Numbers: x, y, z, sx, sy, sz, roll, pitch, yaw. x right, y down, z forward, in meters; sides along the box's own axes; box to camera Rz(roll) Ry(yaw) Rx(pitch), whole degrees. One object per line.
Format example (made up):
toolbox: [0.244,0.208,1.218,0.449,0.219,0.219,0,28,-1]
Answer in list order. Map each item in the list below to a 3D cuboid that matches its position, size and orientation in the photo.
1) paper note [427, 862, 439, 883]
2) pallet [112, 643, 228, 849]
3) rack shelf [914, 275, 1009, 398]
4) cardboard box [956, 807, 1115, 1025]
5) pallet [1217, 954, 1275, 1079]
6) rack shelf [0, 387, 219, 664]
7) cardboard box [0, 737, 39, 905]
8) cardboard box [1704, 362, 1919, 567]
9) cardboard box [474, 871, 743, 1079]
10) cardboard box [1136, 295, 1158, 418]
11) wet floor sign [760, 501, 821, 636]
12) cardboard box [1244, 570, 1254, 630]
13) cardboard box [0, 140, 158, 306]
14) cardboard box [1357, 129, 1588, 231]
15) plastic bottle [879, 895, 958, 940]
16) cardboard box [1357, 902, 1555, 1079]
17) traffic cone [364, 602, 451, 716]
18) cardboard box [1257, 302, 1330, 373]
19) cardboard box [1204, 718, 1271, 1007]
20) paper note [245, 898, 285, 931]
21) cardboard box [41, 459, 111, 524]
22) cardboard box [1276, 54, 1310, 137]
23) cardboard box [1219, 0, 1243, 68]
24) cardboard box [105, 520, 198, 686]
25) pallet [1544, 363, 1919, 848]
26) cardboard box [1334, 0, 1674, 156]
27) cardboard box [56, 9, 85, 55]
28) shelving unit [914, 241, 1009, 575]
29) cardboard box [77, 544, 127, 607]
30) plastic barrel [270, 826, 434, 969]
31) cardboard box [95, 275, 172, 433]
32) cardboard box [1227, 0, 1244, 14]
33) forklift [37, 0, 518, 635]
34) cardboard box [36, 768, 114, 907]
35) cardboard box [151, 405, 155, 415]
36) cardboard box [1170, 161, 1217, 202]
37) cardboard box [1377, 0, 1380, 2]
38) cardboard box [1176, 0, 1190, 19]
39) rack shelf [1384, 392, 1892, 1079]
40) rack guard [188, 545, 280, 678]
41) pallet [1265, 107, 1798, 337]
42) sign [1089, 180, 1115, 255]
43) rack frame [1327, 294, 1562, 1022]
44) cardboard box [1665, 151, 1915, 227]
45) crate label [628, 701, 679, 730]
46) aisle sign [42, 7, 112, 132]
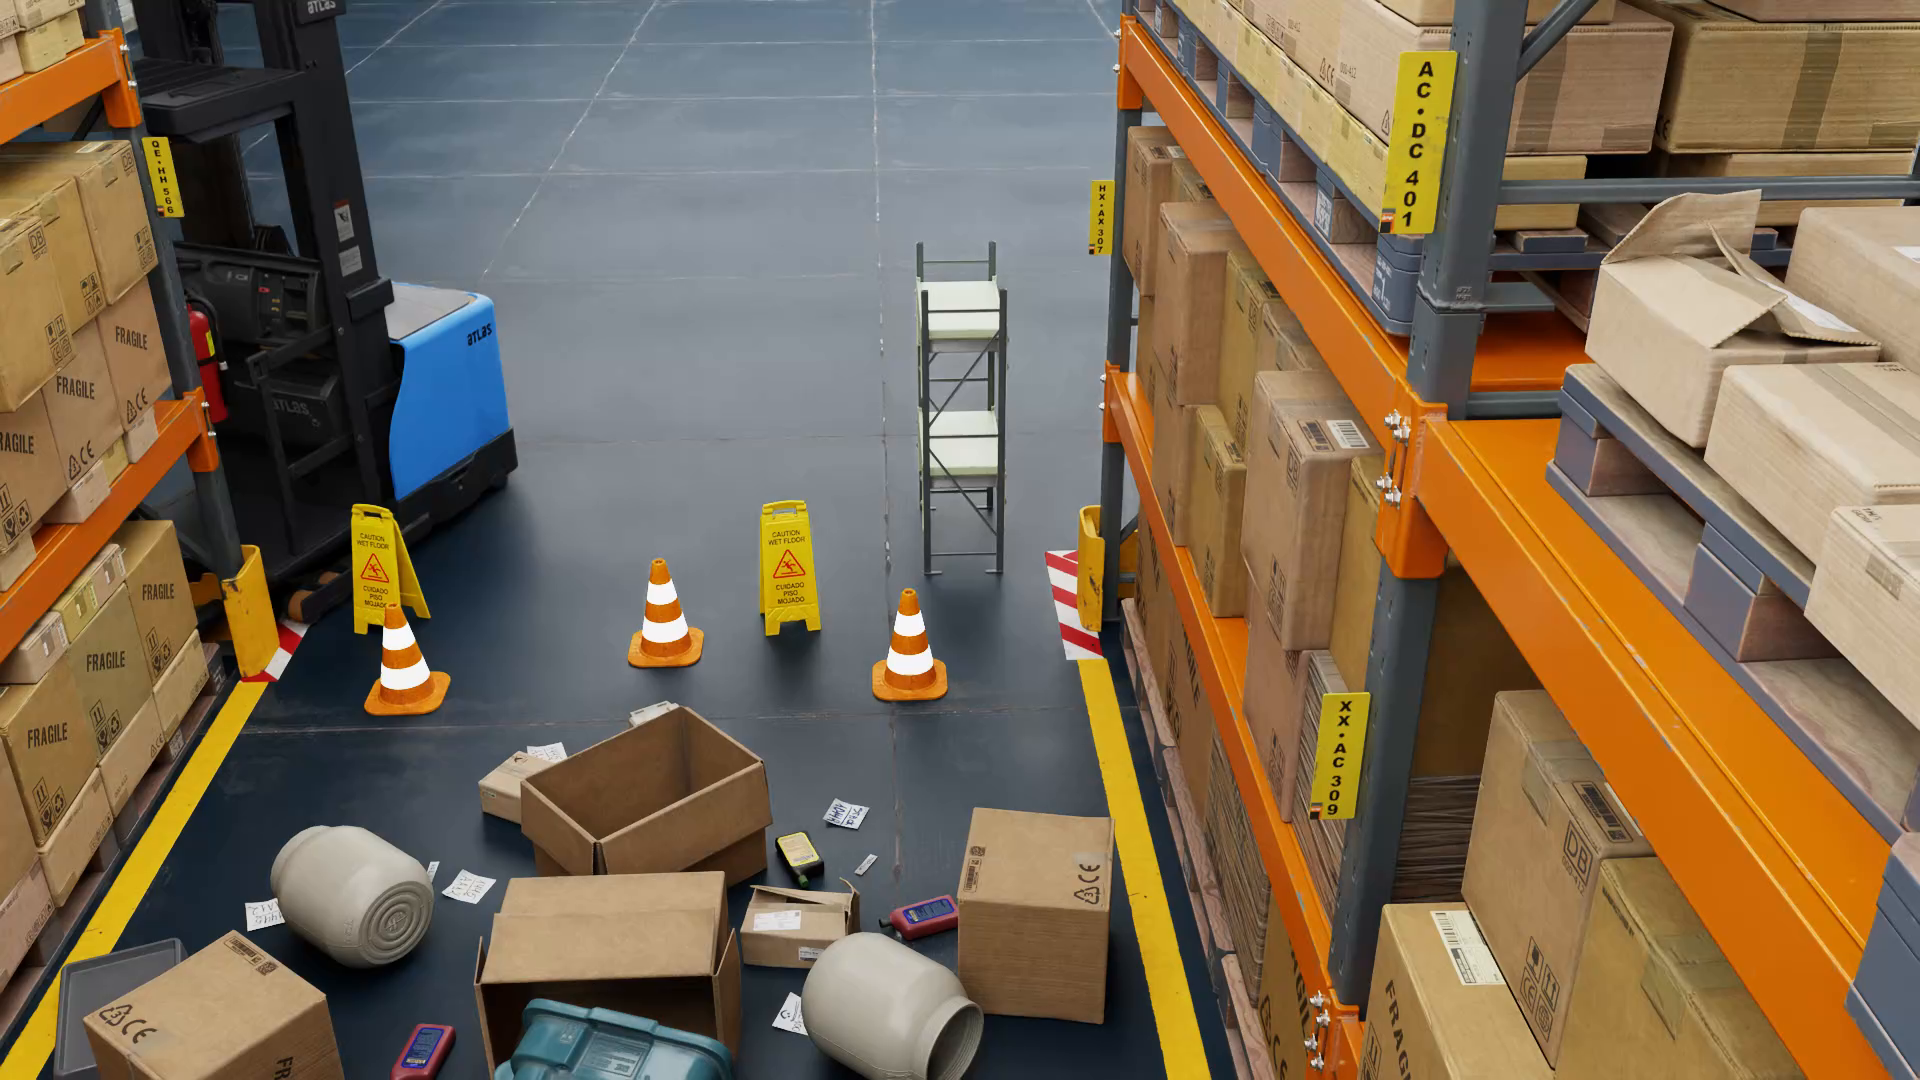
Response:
paper note: [-2.009,1.263,6.318,0.032,0.001,0.123,-1,28,-3]
pallet: [-3.764,0.840,6.911,1.003,0.211,1.213,-1,28,-3]
rack shelf: [0.000,-1.014,8.229,0.431,0.370,0.720,-1,28,-3]
cardboard box: [0.266,1.289,5.736,0.500,0.500,0.500,3,28,6]
pallet: [1.410,1.757,5.153,1.003,0.211,1.213,-1,28,-3]
rack shelf: [-3.671,0.435,5.450,1.077,0.370,4.000,-1,28,-3]
cardboard box: [-3.393,0.975,5.346,0.500,0.500,0.500,0,28,0]
cardboard box: [1.178,-0.091,2.146,0.250,0.149,0.380,-1,28,-3]
cardboard box: [-1.098,1.421,5.335,0.797,0.637,0.503,-1,28,-3]
cardboard box: [1.227,-0.870,7.012,0.875,0.550,0.550,-1,28,-3]
wet floor sign: [-0.816,0.105,7.852,0.267,0.644,0.232,-6,28,-11]
cardboard box: [1.378,0.131,5.092,0.875,0.550,0.550,-1,28,-3]
cardboard box: [-3.531,-1.196,6.289,0.700,0.500,0.500,-2,28,-4]
cardboard box: [1.033,-0.736,3.383,0.380,0.149,0.250,-1,28,-3]
plastic bottle: [-0.144,1.379,6.039,0.283,0.061,0.133,-11,30,-20]
cardboard box: [1.130,1.079,3.330,0.500,0.500,0.500,-1,28,-2]
traffic cone: [-2.465,0.485,7.320,0.336,0.463,0.334,-1,28,-3]
cardboard box: [1.351,-0.347,4.841,0.875,0.550,0.550,-1,28,-3]
cardboard box: [1.358,0.921,5.584,0.875,0.875,0.875,-1,28,-2]
paper note: [-2.543,1.364,6.102,0.142,0.019,0.148,-11,30,-20]
cardboard box: [-3.383,-0.177,6.118,0.380,0.149,0.250,-1,28,-2]
cardboard box: [0.991,-1.090,4.062,0.380,0.149,0.250,-1,28,-2]
cardboard box: [0.953,-1.441,4.735,0.380,0.149,0.250,-1,28,-3]
cardboard box: [-3.473,0.257,6.723,0.500,0.500,0.500,-1,28,-2]
pallet: [1.469,0.051,2.372,0.805,0.209,1.217,-2,28,-5]
cardboard box: [1.089,-0.973,3.407,0.500,0.250,0.500,-2,28,-3]
cardboard box: [-3.478,-1.868,6.116,0.380,0.149,0.250,-1,28,-2]
shelving unit: [0.000,-0.668,8.409,0.431,1.500,0.755,-1,28,-3]
cardboard box: [-3.387,0.137,6.251,0.380,0.149,0.250,-1,28,-1]
plastic barrel: [-2.156,1.252,5.891,0.512,0.421,0.421,19,33,32]
cardboard box: [-3.472,-0.740,6.495,0.500,0.500,0.500,-2,28,-4]
cardboard box: [1.011,-1.671,4.745,0.500,0.250,0.500,-2,28,-3]
forklift: [-3.496,-1.111,7.710,1.130,2.935,3.031,10,29,18]
cardboard box: [-3.413,1.073,5.968,0.500,0.250,0.500,-2,28,-4]
cardboard box: [-3.542,-0.529,6.791,0.380,0.149,0.250,0,28,-1]
cardboard box: [1.264,-1.095,6.276,0.875,0.550,0.550,-1,28,-3]
cardboard box: [1.021,-1.207,3.424,0.380,0.149,0.250,-2,28,-3]
cardboard box: [0.913,-1.790,5.405,0.380,0.149,0.250,-1,28,-2]
rack shelf: [1.476,0.786,1.533,1.077,0.370,4.000,-1,28,-3]
rack guard: [-3.771,0.336,7.565,1.175,0.500,0.348,-1,28,-3]
pallet: [1.339,-0.795,3.883,1.003,0.211,1.213,-1,28,-3]
sign: [0.608,-1.382,7.134,0.100,0.325,0.005,-1,28,-3]
rack frame: [1.371,0.874,3.831,1.000,3.000,0.127,-1,28,-3]
cardboard box: [1.692,-0.752,3.414,0.380,0.149,0.250,-2,28,-3]
crate label: [-1.271,0.807,7.055,0.250,0.136,0.298,-17,32,-29]
aisle sign: [-3.489,-1.996,6.522,0.394,0.787,0.004,-1,28,-3]
